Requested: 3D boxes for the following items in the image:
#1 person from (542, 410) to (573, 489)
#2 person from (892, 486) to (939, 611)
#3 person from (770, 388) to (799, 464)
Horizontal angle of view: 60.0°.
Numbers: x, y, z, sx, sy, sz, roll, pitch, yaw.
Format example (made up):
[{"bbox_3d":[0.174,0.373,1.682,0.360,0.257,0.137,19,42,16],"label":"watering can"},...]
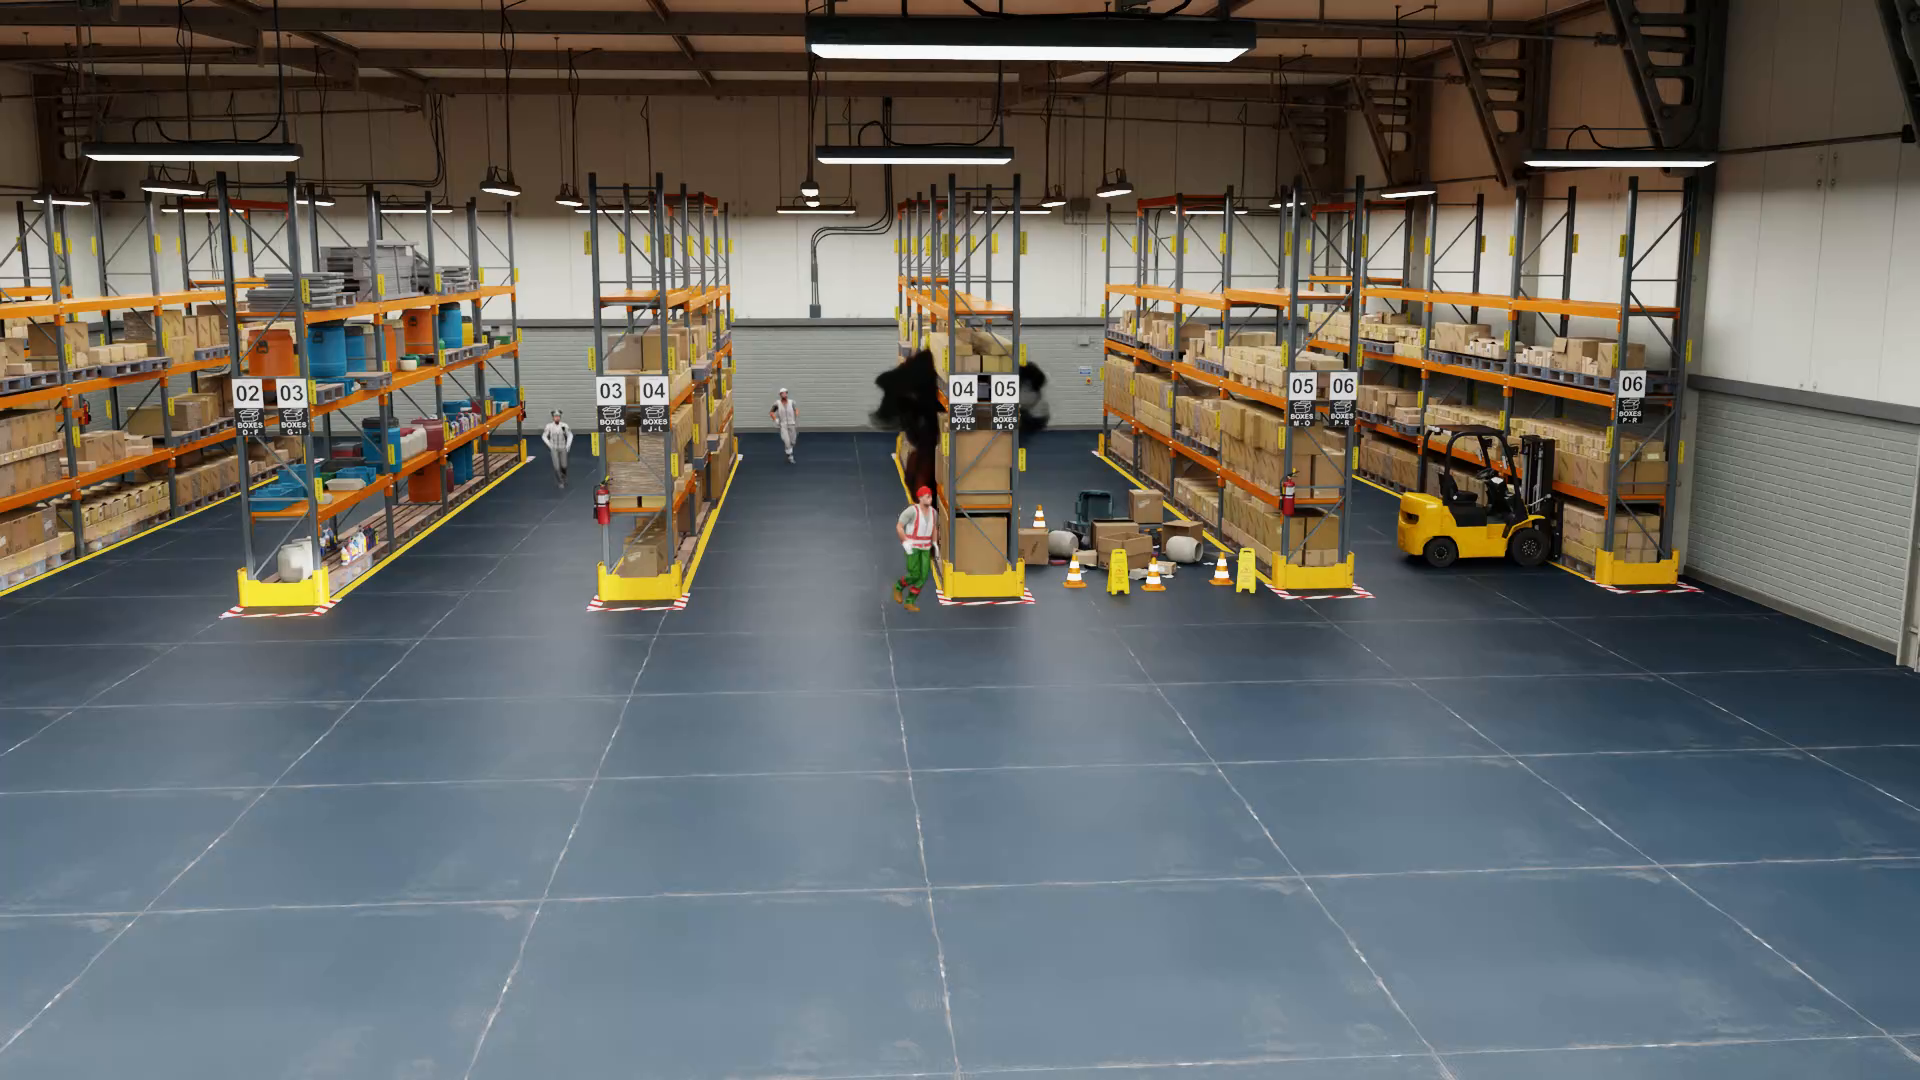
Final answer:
[{"bbox_3d":[-8.405,-1.900,34.713,0.604,1.661,0.535,-2,10,-13],"label":"person"},{"bbox_3d":[-0.602,0.100,23.064,0.667,1.728,0.571,-7,12,-35],"label":"person"},{"bbox_3d":[-4.090,-2.673,38.829,0.674,1.763,0.787,-4,11,-19],"label":"person"}]
